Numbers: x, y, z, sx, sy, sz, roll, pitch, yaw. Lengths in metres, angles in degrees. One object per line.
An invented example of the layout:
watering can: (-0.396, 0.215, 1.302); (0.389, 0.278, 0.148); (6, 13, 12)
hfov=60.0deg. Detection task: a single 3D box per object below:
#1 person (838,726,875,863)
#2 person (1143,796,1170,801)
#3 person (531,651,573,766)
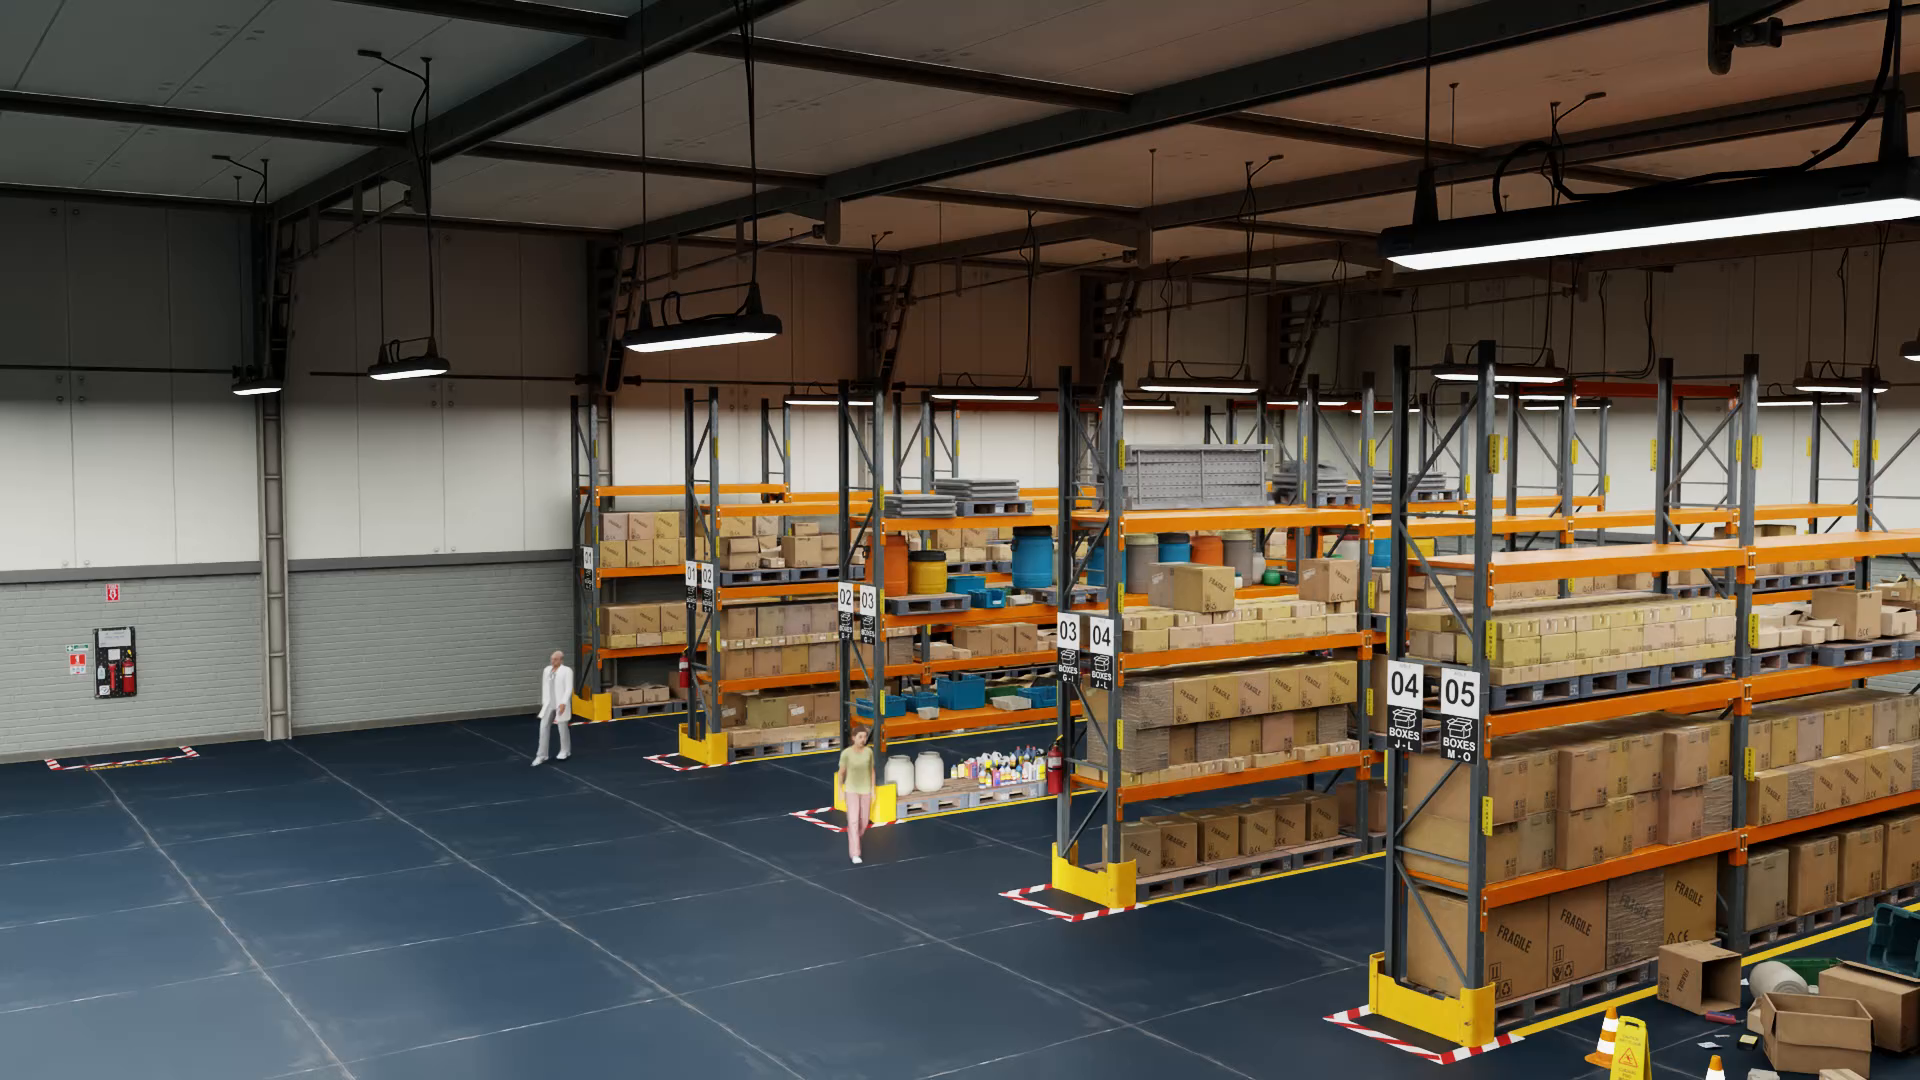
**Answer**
person: (-1.263, 3.110, 20.512); (0.447, 1.647, 0.862); (-2, 4, -26)
person: (2.814, 2.863, 23.889); (0.473, 1.844, 0.601); (-3, 5, -44)
person: (-6.487, 2.688, 26.670); (0.594, 1.820, 0.749); (1, 4, 11)
